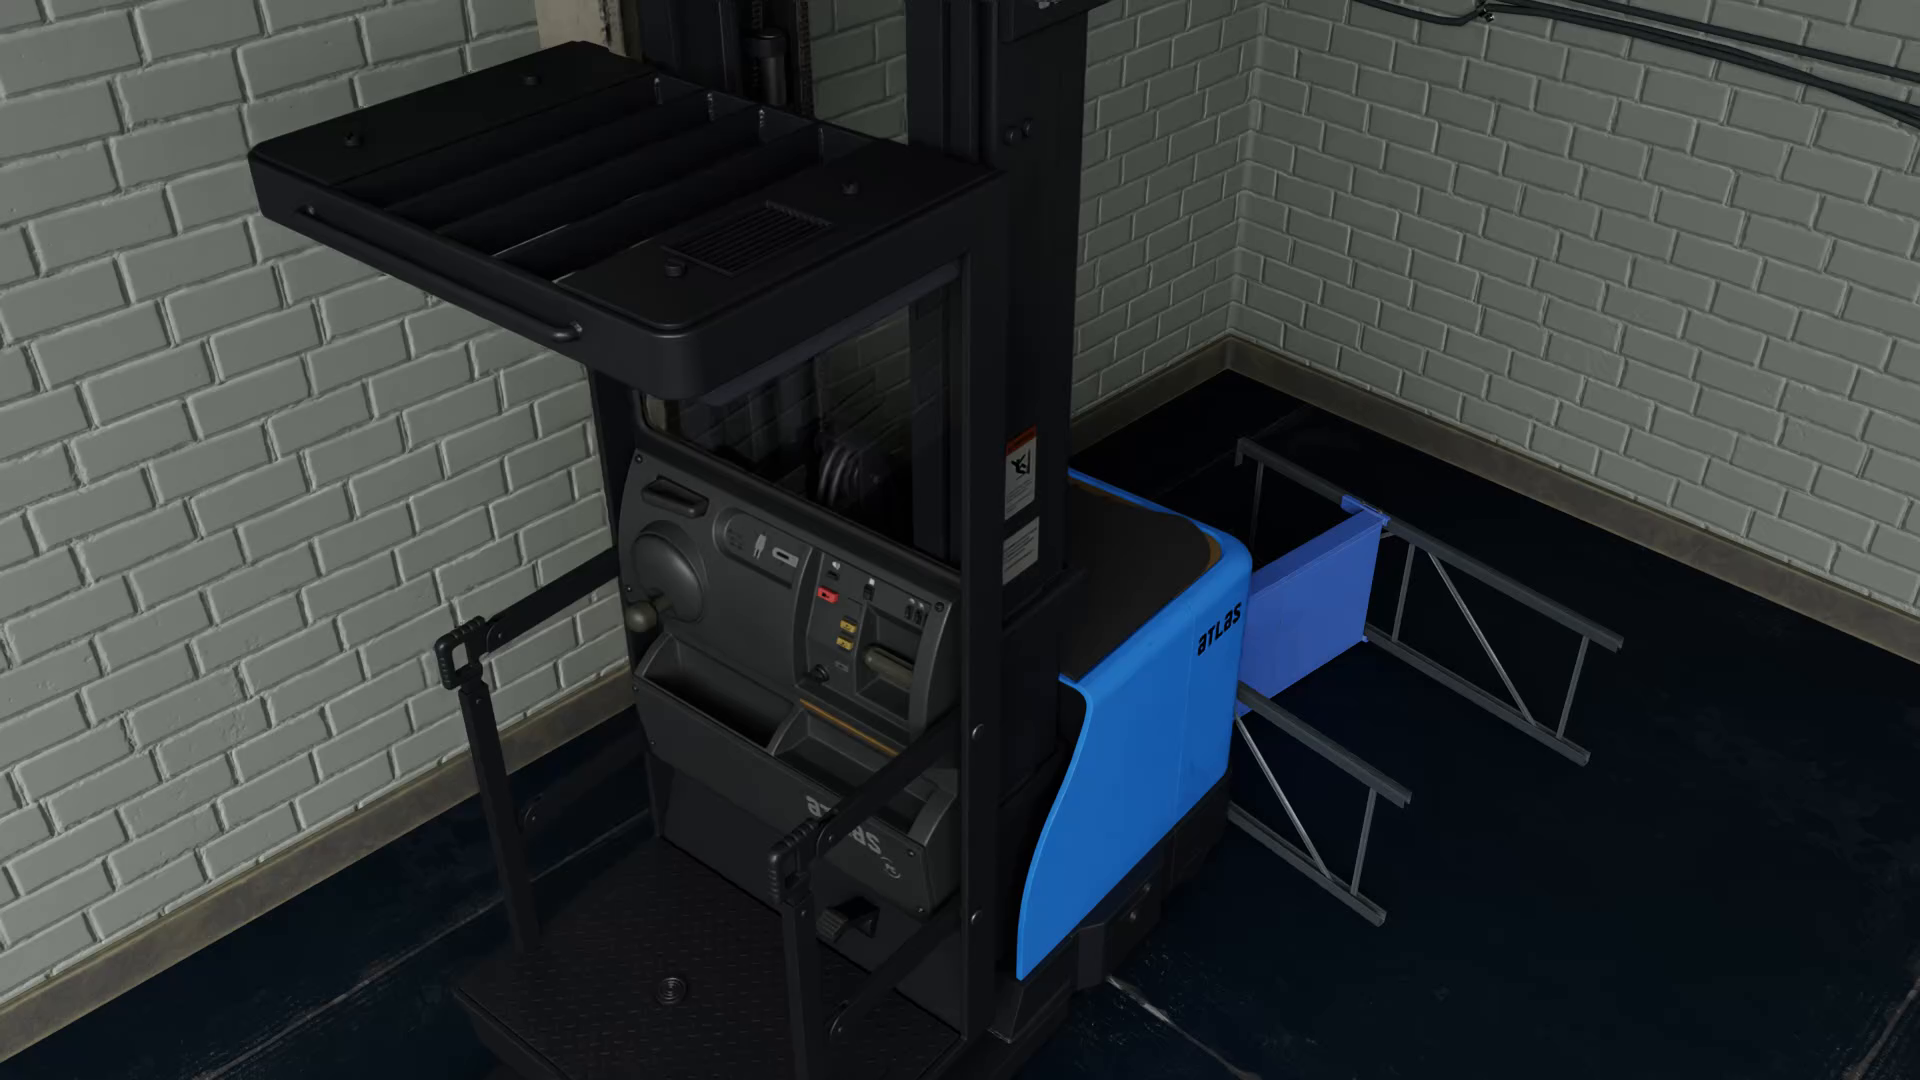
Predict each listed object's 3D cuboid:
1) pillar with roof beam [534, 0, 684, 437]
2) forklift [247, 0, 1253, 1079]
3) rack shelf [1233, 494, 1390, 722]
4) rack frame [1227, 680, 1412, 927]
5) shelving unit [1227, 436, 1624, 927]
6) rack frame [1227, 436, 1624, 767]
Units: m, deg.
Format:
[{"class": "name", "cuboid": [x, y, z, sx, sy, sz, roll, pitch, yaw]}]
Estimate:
[{"class": "pillar with roof beam", "cuboid": [2.224, -1.460, 0.477, 9.100, 9.000, 0.400, 30, 45, 35]}, {"class": "forklift", "cuboid": [-0.530, 0.168, 3.447, 1.130, 2.935, 3.031, 25, 42, 31]}, {"class": "rack shelf", "cuboid": [0.969, 0.281, 5.376, 1.000, 0.538, 0.185, -26, 42, -32]}, {"class": "rack frame", "cuboid": [0.697, 0.548, 4.994, 0.032, 0.500, 1.500, -26, 42, -32]}, {"class": "shelving unit", "cuboid": [1.085, 0.360, 5.263, 1.048, 0.538, 1.500, -26, 42, -32]}, {"class": "rack frame", "cuboid": [1.473, 0.172, 5.533, 0.032, 0.500, 1.500, -26, 42, -32]}]
